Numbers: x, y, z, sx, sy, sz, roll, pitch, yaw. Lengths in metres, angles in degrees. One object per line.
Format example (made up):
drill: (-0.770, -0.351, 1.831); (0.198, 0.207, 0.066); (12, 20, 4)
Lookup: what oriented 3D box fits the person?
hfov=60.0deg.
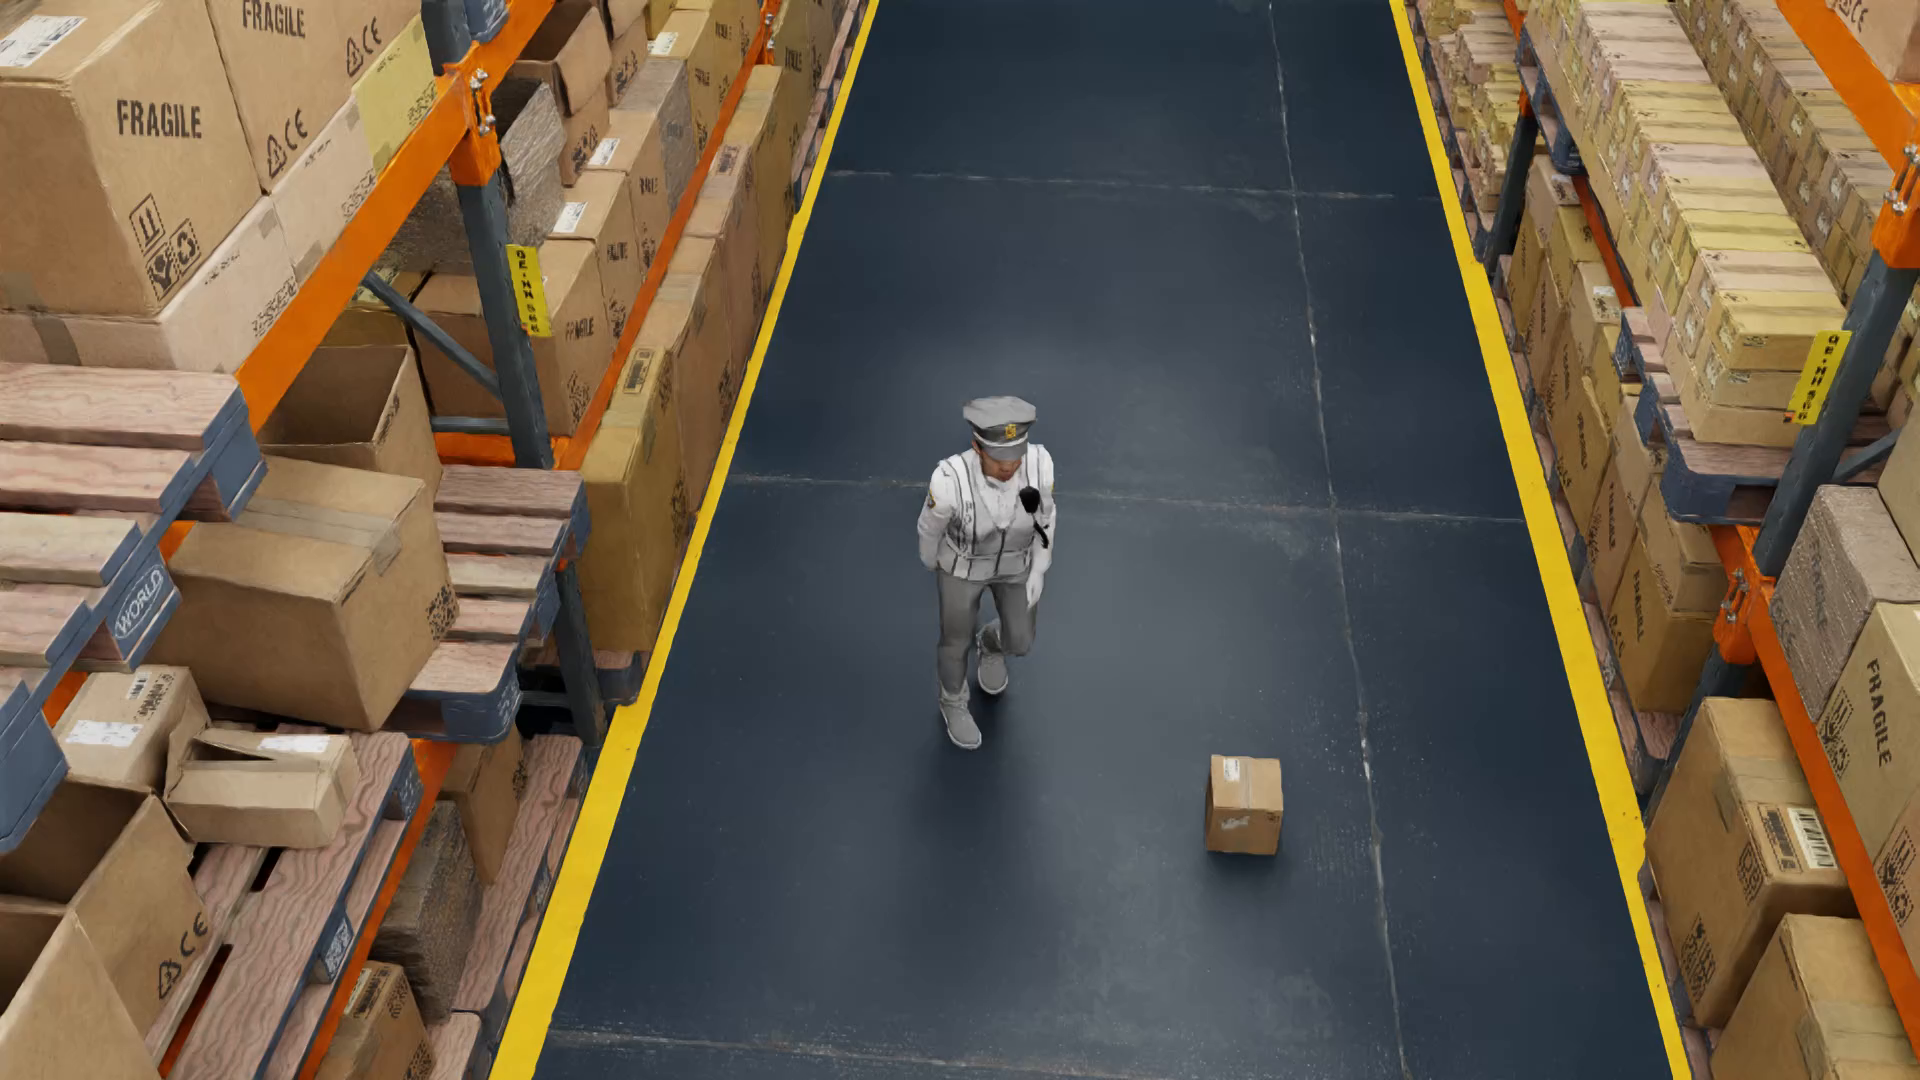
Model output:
person: (0.091, 0.084, 6.067); (0.493, 1.652, 0.601); (-11, 42, -13)
